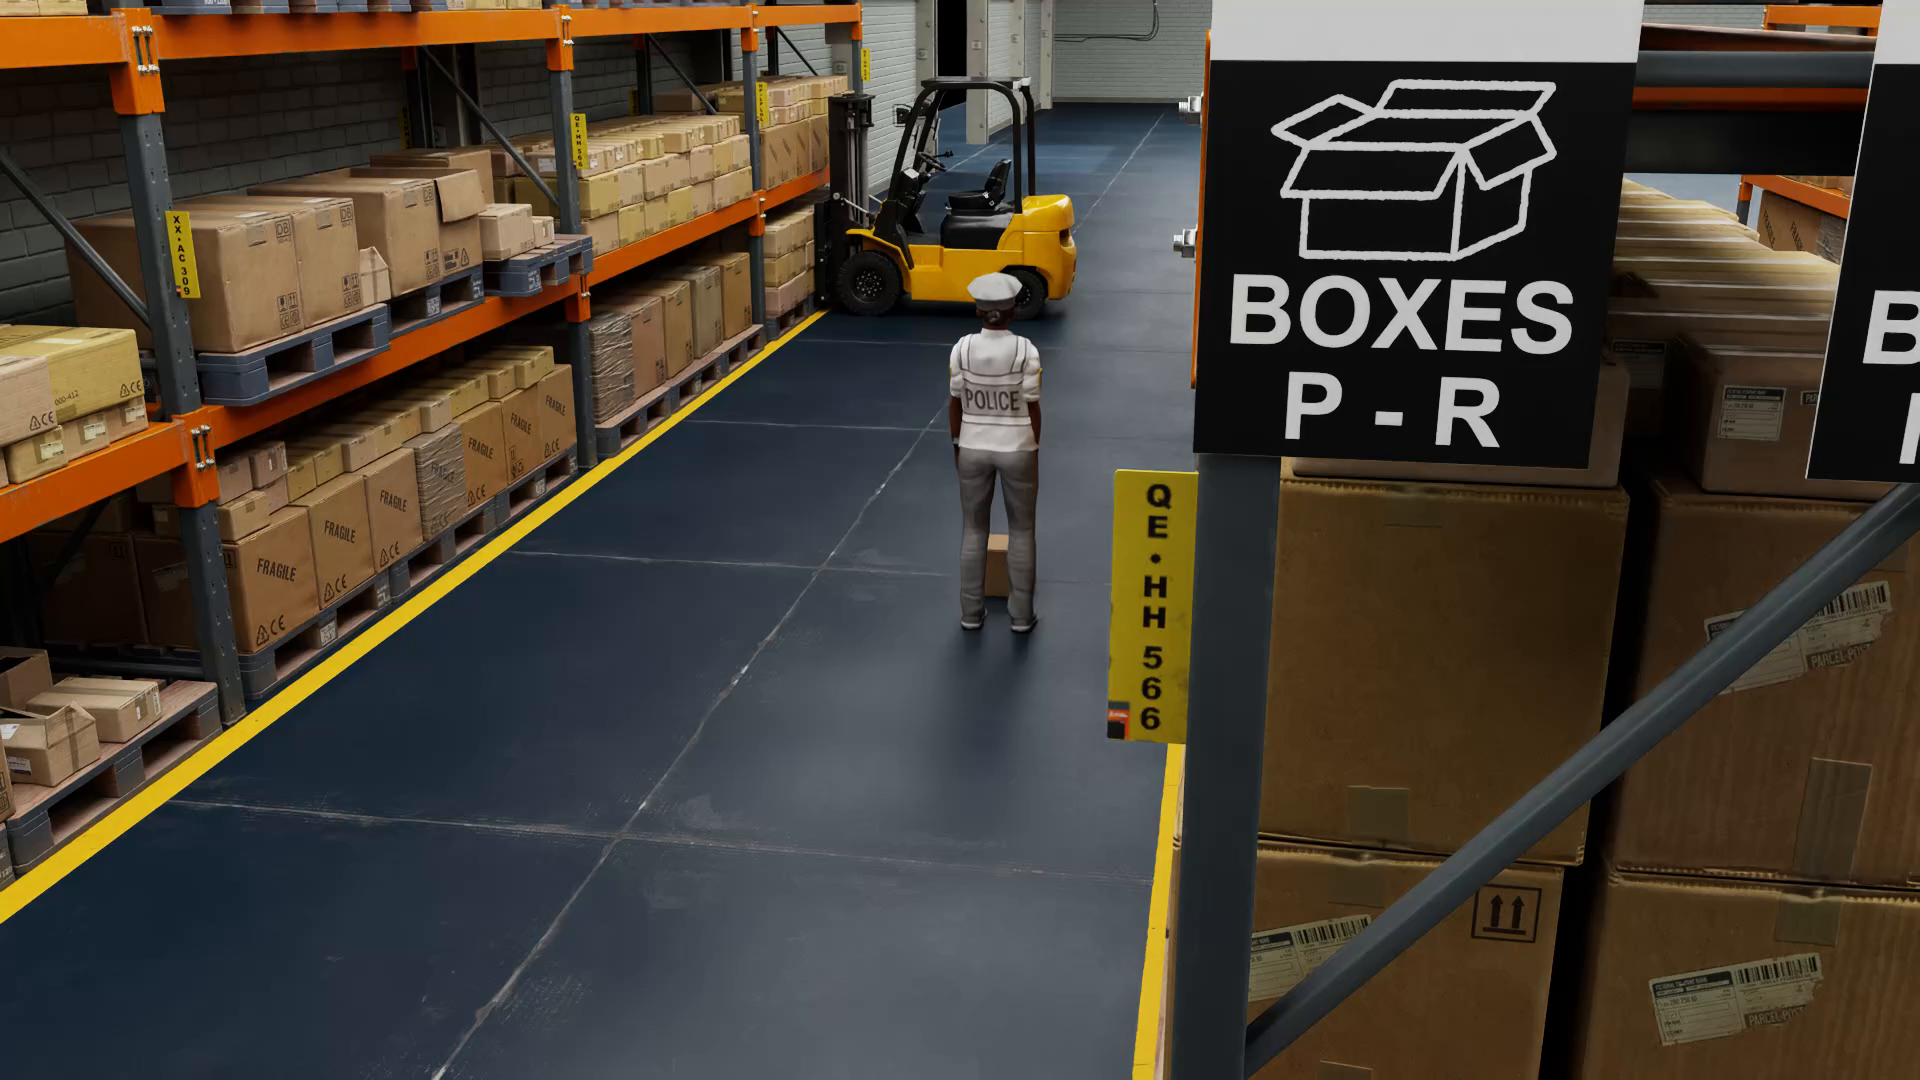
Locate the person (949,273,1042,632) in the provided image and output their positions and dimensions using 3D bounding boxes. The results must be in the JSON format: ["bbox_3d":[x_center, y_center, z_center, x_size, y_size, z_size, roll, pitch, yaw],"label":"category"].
[{"bbox_3d":[0.165,-0.396,7.755,0.437,1.679,0.341,3,18,10],"label":"person"}]
